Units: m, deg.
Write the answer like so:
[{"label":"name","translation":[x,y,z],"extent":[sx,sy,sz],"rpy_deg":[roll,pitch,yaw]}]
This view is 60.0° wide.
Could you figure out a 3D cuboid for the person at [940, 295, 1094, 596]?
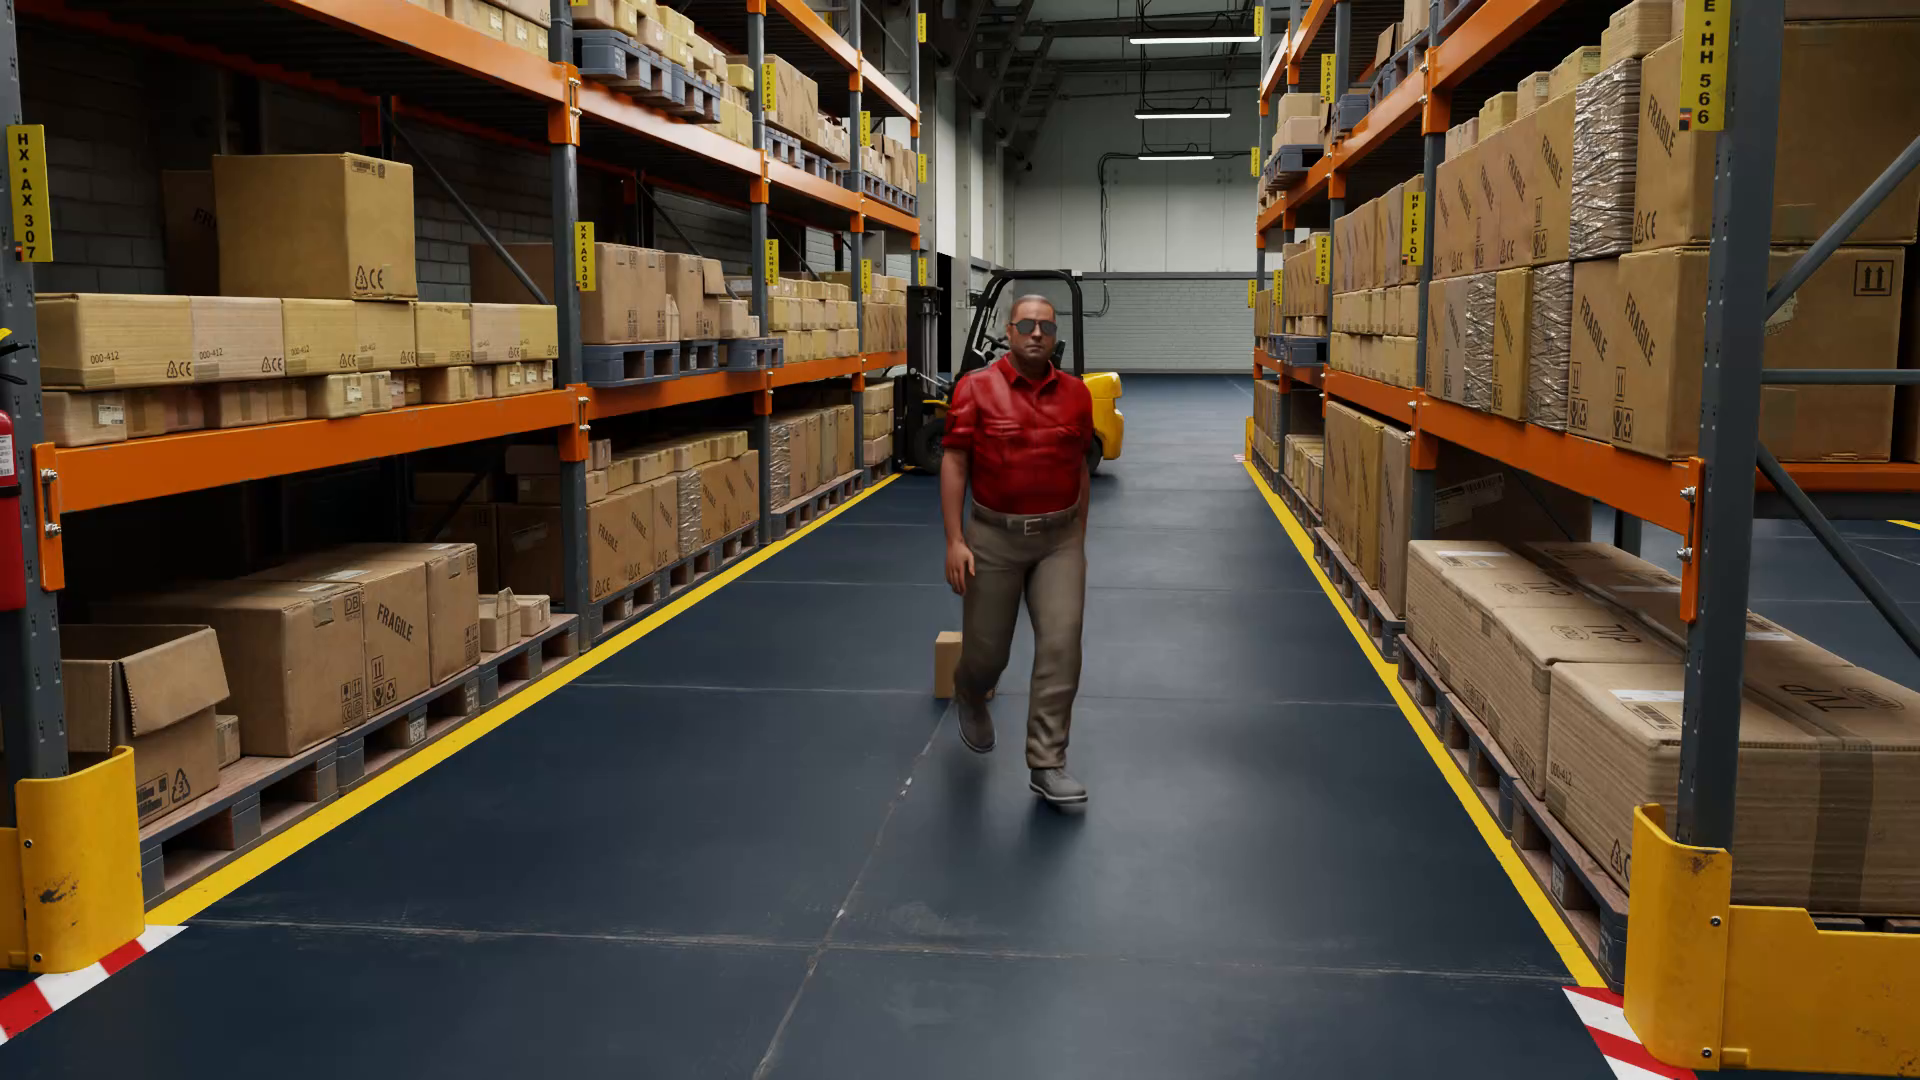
[{"label":"person","translation":[0.209,-0.305,5.641],"extent":[0.550,1.045,0.322],"rpy_deg":[-2,8,-14]}]
